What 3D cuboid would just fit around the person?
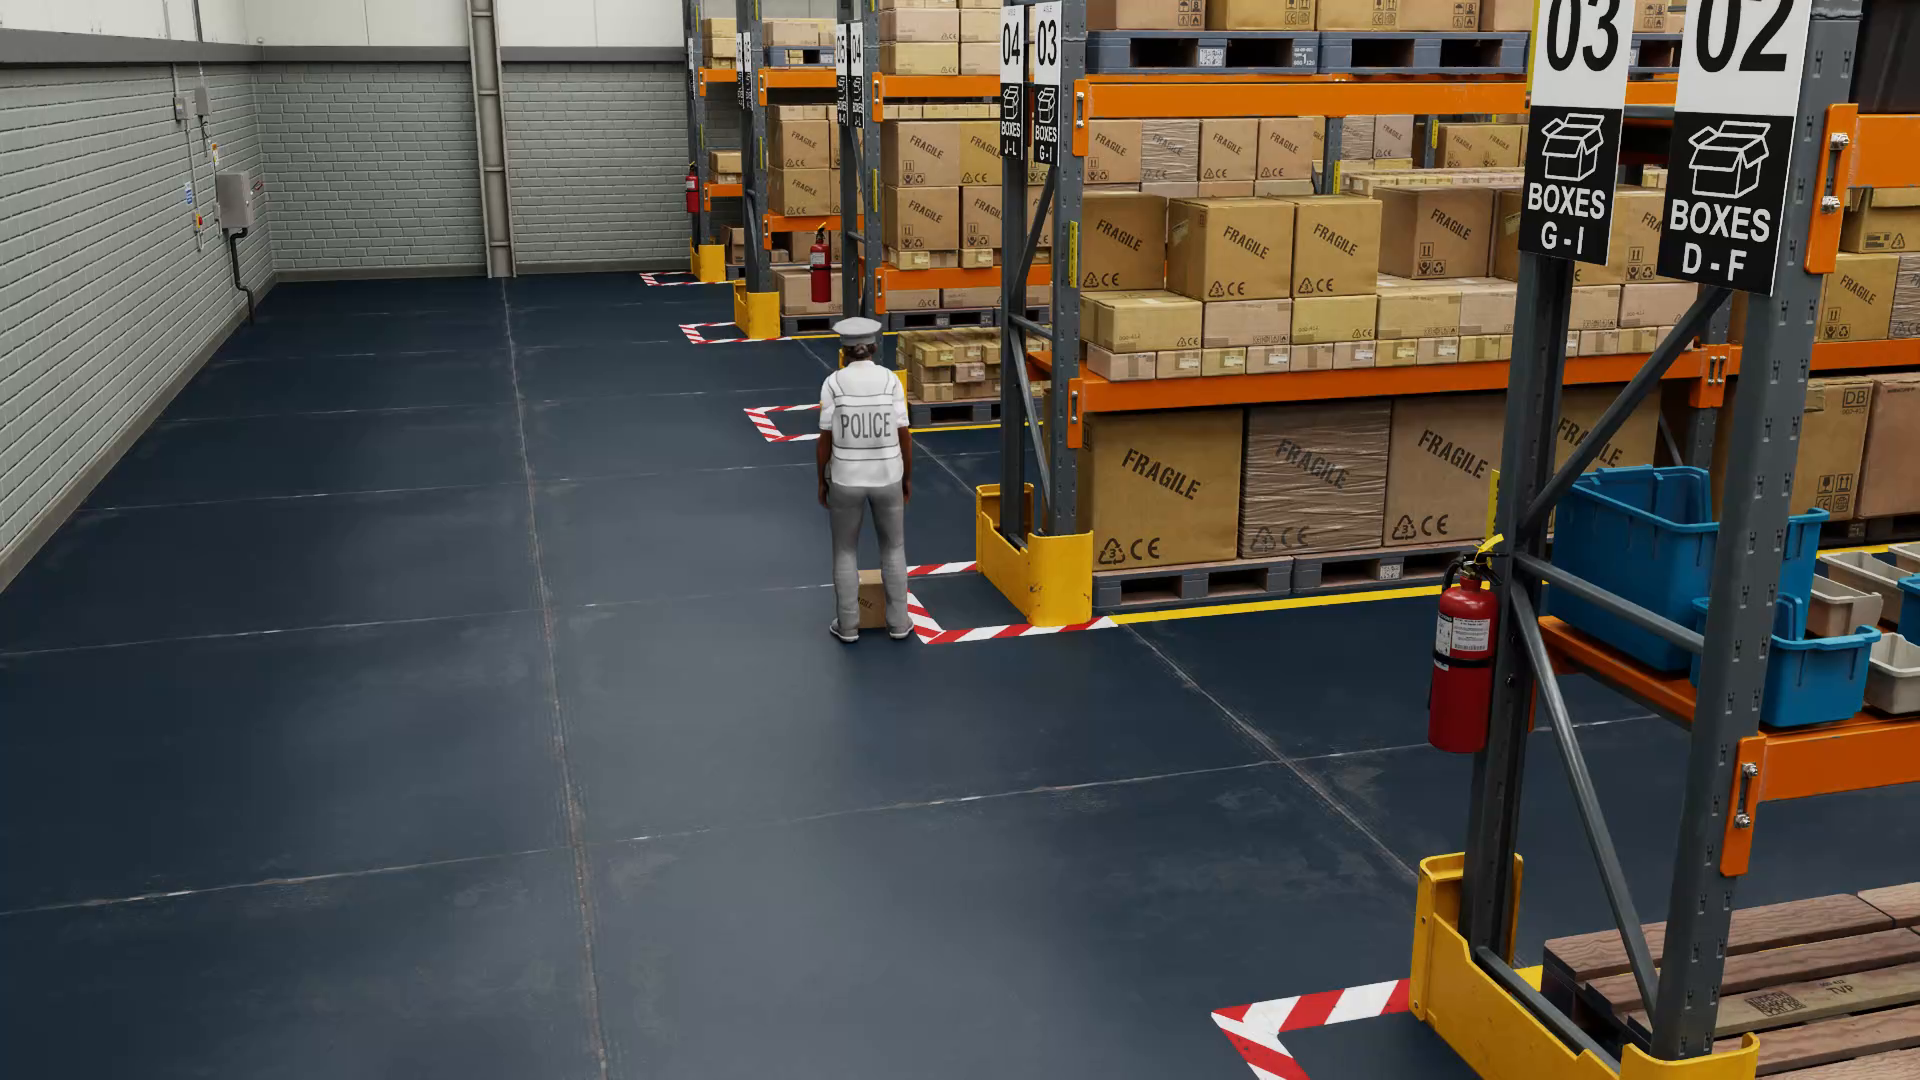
[{"bbox_3d":[-0.482,-0.294,8.552,0.505,1.659,0.392,-2,16,-8],"label":"person"}]
